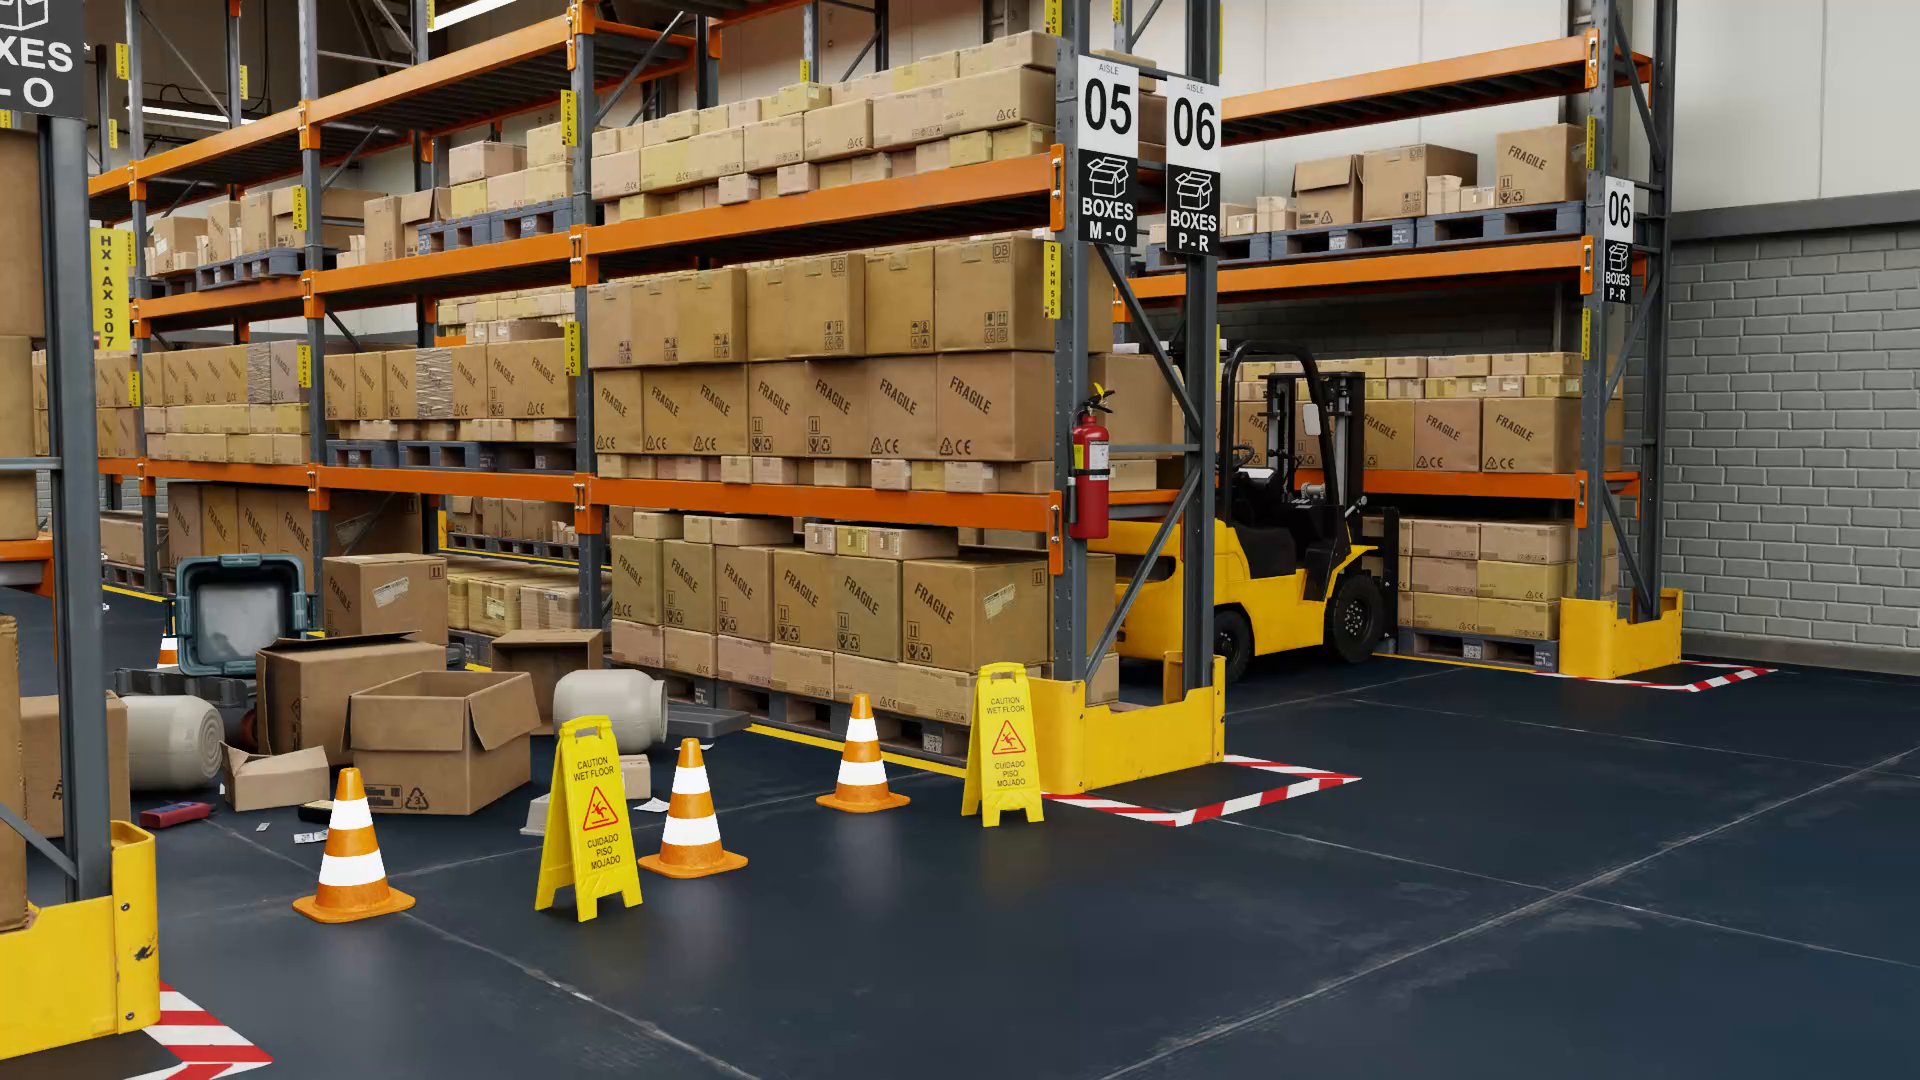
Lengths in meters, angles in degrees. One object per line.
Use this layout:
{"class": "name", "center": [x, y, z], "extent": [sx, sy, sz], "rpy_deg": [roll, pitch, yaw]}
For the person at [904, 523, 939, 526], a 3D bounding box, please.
{"class": "person", "center": [-0.290, -0.064, 11.538], "extent": [0.624, 1.790, 0.608], "rpy_deg": [1, 4, 9]}
